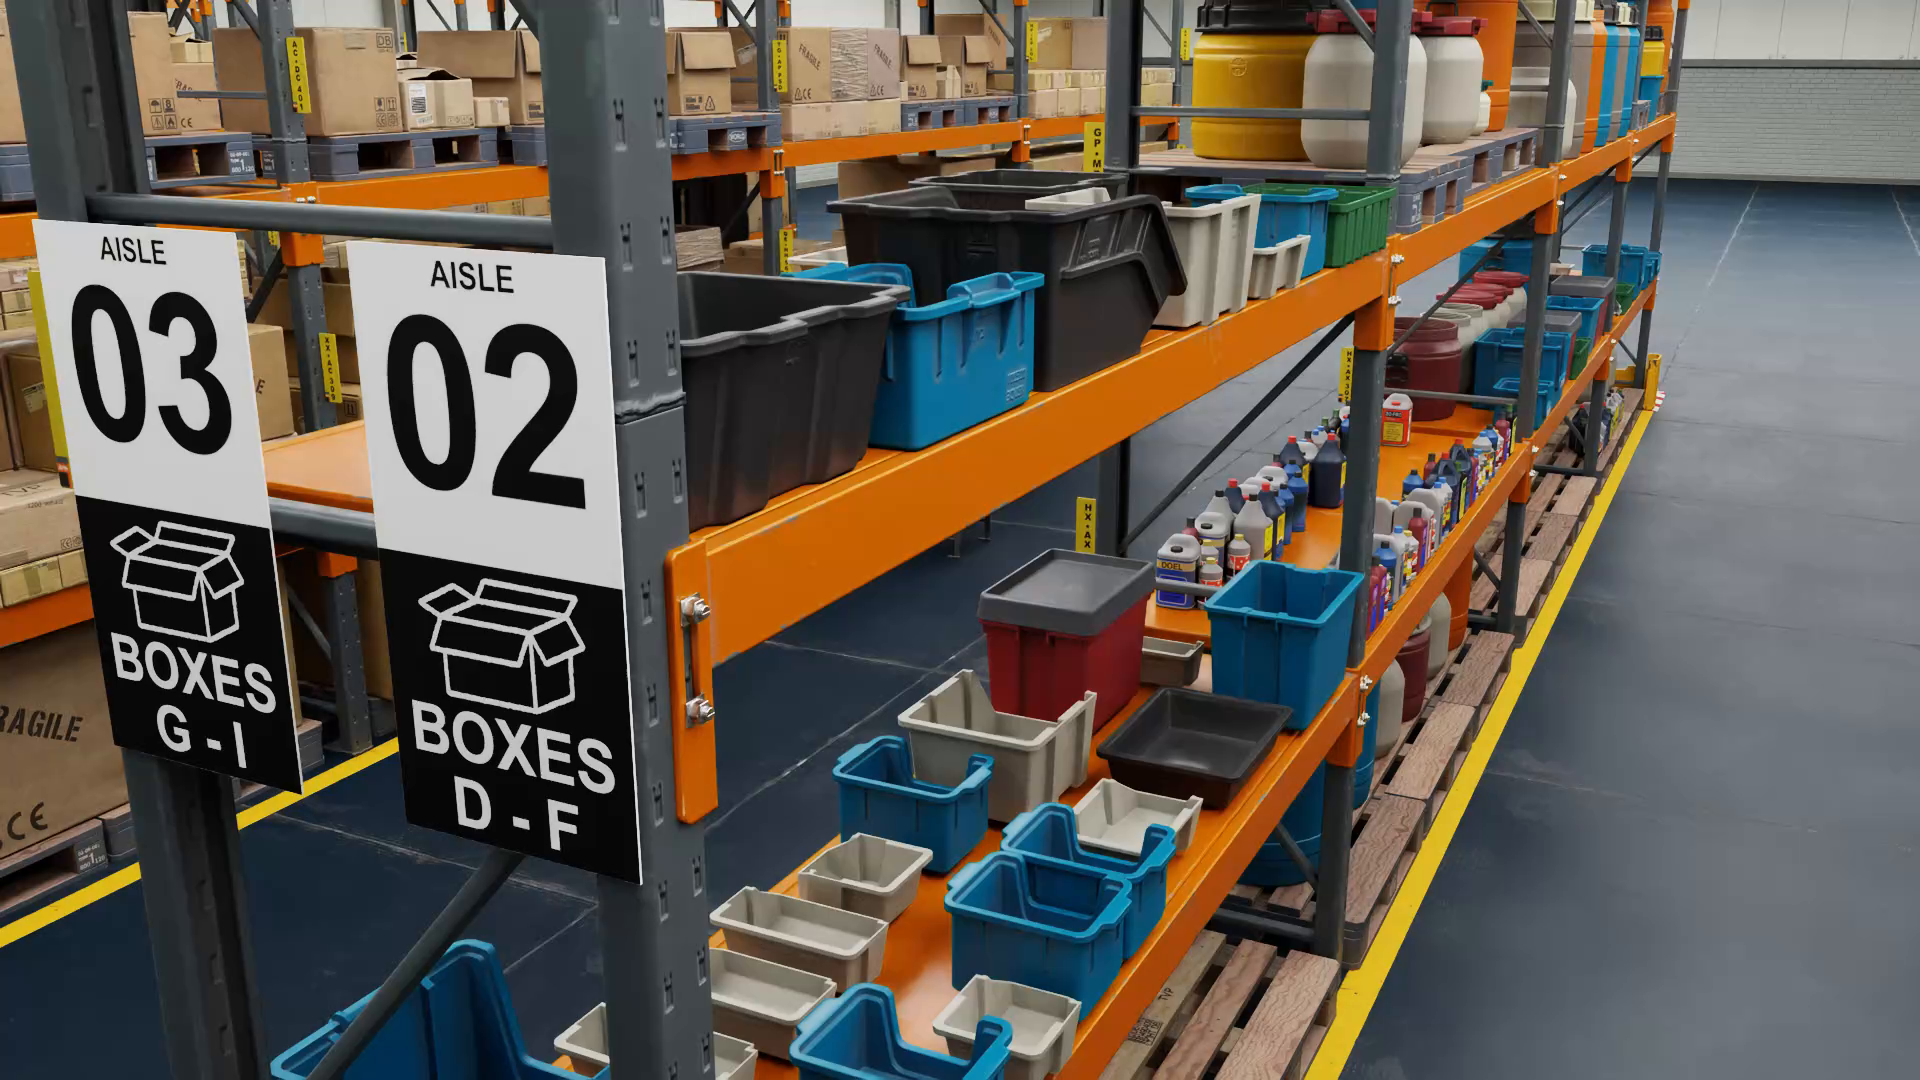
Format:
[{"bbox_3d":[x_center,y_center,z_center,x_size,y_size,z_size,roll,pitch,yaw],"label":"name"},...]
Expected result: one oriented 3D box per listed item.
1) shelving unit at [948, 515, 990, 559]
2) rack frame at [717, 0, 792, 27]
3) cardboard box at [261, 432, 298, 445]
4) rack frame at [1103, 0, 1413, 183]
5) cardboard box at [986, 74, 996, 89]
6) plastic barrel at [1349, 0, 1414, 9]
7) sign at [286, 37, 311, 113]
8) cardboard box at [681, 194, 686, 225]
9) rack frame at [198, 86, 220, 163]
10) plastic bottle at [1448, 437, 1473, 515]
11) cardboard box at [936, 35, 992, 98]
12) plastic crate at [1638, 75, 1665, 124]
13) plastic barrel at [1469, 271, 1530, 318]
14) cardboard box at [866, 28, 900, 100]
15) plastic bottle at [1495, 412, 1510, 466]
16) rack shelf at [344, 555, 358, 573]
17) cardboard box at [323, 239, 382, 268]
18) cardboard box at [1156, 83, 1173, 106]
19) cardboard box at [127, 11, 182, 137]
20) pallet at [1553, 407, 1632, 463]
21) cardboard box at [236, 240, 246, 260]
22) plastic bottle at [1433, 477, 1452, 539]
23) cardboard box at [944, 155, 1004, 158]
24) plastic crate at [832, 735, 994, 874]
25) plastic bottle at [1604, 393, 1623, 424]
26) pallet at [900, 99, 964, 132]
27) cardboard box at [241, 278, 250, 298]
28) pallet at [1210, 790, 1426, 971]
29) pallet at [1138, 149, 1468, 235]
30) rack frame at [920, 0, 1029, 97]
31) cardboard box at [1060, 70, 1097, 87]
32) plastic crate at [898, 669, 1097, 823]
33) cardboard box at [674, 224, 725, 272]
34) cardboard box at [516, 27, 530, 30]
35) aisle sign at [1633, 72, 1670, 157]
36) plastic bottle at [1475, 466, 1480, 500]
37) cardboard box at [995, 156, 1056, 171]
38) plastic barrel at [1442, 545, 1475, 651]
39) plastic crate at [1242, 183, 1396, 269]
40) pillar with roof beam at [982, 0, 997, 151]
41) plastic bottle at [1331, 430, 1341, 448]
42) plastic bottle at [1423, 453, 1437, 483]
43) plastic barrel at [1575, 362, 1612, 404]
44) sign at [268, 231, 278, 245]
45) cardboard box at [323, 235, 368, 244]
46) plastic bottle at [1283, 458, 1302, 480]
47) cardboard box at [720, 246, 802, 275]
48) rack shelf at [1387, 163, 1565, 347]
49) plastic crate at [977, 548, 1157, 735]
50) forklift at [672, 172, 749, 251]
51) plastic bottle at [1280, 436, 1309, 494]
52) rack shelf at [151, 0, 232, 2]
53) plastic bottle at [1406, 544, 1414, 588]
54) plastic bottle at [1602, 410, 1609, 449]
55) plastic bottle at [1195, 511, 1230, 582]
[{"bbox_3d":[-0.074,-0.964,11.583,0.431,2.100,0.503,8,18,25],"label":"shelving unit"},{"bbox_3d":[-2.486,-7.014,19.836,1.000,3.000,0.127,8,18,25],"label":"rack frame"},{"bbox_3d":[-3.419,-0.350,7.676,0.500,0.250,0.500,8,18,24],"label":"cardboard box"},{"bbox_3d":[0.975,-2.671,5.212,1.000,3.000,0.127,8,18,25],"label":"rack frame"},{"bbox_3d":[0.206,-4.196,15.179,0.380,0.149,0.250,8,18,26],"label":"cardboard box"},{"bbox_3d":[1.600,-2.129,7.037,0.600,0.901,0.708,8,18,25],"label":"plastic barrel"},{"bbox_3d":[-2.959,-2.079,7.439,0.100,0.325,0.005,8,18,25],"label":"sign"},{"bbox_3d":[-3.548,-3.553,18.454,0.875,0.550,0.550,8,18,25],"label":"cardboard box"},{"bbox_3d":[-8.747,-3.724,19.293,1.000,3.000,0.127,8,18,25],"label":"rack frame"},{"bbox_3d":[2.344,-0.307,7.875,0.144,0.351,0.185,8,18,25],"label":"plastic bottle"},{"bbox_3d":[-0.180,-4.045,14.186,0.797,0.503,0.637,7,18,23],"label":"cardboard box"},{"bbox_3d":[5.754,-3.758,14.168,0.392,0.384,0.575,8,18,25],"label":"plastic crate"},{"bbox_3d":[3.926,-1.682,12.181,0.433,0.535,0.433,0,17,0],"label":"plastic barrel"},{"bbox_3d":[-0.781,-3.514,12.266,0.500,0.500,0.500,8,18,24],"label":"cardboard box"},{"bbox_3d":[2.860,-0.542,8.786,0.061,0.283,0.133,8,18,25],"label":"plastic bottle"},{"bbox_3d":[-2.563,-0.590,10.005,1.077,0.370,4.000,8,18,25],"label":"rack shelf"},{"bbox_3d":[-5.394,-2.359,14.522,0.500,0.500,0.500,8,18,25],"label":"cardboard box"},{"bbox_3d":[1.917,-4.693,17.551,0.500,0.250,0.500,9,19,27],"label":"cardboard box"},{"bbox_3d":[-3.752,-1.953,6.976,0.700,0.500,0.500,7,18,22],"label":"cardboard box"},{"bbox_3d":[5.431,-0.974,14.932,1.003,0.211,1.213,8,18,25],"label":"pallet"},{"bbox_3d":[-5.870,-2.284,13.104,0.380,0.149,0.250,7,18,23],"label":"cardboard box"},{"bbox_3d":[2.159,-0.149,7.482,0.097,0.271,0.097,0,17,0],"label":"plastic bottle"},{"bbox_3d":[0.073,-3.282,15.353,0.500,0.500,0.500,8,18,25],"label":"cardboard box"},{"bbox_3d":[-0.125,0.720,4.522,0.416,0.233,0.300,8,18,25],"label":"plastic crate"},{"bbox_3d":[5.771,-1.173,14.715,0.152,0.276,0.135,8,18,26],"label":"plastic bottle"},{"bbox_3d":[-0.714,-3.403,13.274,1.213,0.211,1.003,8,18,25],"label":"pallet"},{"bbox_3d":[-5.870,-1.998,13.185,0.380,0.149,0.250,8,19,26],"label":"cardboard box"},{"bbox_3d":[1.357,1.350,7.107,1.003,0.211,1.213,8,18,25],"label":"pallet"},{"bbox_3d":[1.237,-1.355,6.380,1.213,0.211,1.003,8,18,25],"label":"pallet"},{"bbox_3d":[0.118,-5.339,14.194,1.000,3.000,0.127,8,18,25],"label":"rack frame"},{"bbox_3d":[1.088,-4.401,15.867,0.380,0.149,0.250,8,18,24],"label":"cardboard box"},{"bbox_3d":[0.127,0.598,4.844,0.437,0.282,0.530,8,18,25],"label":"plastic crate"},{"bbox_3d":[-2.010,-1.789,10.841,0.797,0.503,0.637,9,19,27],"label":"cardboard box"},{"bbox_3d":[-4.396,-5.202,17.131,0.380,0.149,0.250,8,18,25],"label":"cardboard box"},{"bbox_3d":[6.635,-4.078,15.922,0.394,0.787,0.004,8,18,25],"label":"aisle sign"},{"bbox_3d":[2.487,-0.302,8.122,0.097,0.201,0.097,0,17,0],"label":"plastic bottle"},{"bbox_3d":[0.547,-3.215,15.127,0.500,0.500,0.500,8,18,25],"label":"cardboard box"},{"bbox_3d":[2.559,0.152,9.319,0.600,0.830,0.708,8,18,25],"label":"plastic barrel"},{"bbox_3d":[1.056,-0.985,5.177,0.450,0.188,0.662,8,18,25],"label":"plastic crate"},{"bbox_3d":[4.737,-15.280,47.665,9.100,9.000,0.400,8,18,25],"label":"pillar with roof beam"},{"bbox_3d":[1.937,-0.472,8.693,0.097,0.201,0.097,0,17,0],"label":"plastic bottle"},{"bbox_3d":[2.241,-0.281,7.907,0.061,0.283,0.133,8,18,25],"label":"plastic bottle"},{"bbox_3d":[5.887,-1.555,15.625,0.421,0.512,0.421,0,17,0],"label":"plastic barrel"},{"bbox_3d":[-5.572,-2.551,13.451,0.100,0.325,0.005,8,18,25],"label":"sign"},{"bbox_3d":[-5.627,-2.870,14.488,0.700,0.500,0.500,8,18,25],"label":"cardboard box"},{"bbox_3d":[1.555,-0.249,7.821,0.097,0.271,0.097,0,17,0],"label":"plastic bottle"},{"bbox_3d":[-1.464,-1.836,12.024,0.500,0.500,0.500,6,17,19],"label":"cardboard box"},{"bbox_3d":[1.868,-1.398,7.457,1.077,0.370,4.000,8,18,25],"label":"rack shelf"},{"bbox_3d":[0.351,0.341,5.390,0.402,0.464,0.583,8,18,25],"label":"plastic crate"},{"bbox_3d":[-2.553,-2.140,14.081,3.031,2.935,1.130,-6,17,-19],"label":"forklift"},{"bbox_3d":[1.585,-0.328,7.946,0.144,0.351,0.185,8,18,25],"label":"plastic bottle"},{"bbox_3d":[-6.955,-3.931,11.419,1.077,0.370,4.000,8,18,25],"label":"rack shelf"},{"bbox_3d":[1.806,0.087,6.813,0.097,0.201,0.097,0,17,0],"label":"plastic bottle"},{"bbox_3d":[5.281,-0.927,13.756,0.144,0.351,0.185,9,19,27],"label":"plastic bottle"},{"bbox_3d":[1.025,0.030,6.874,0.152,0.276,0.135,8,18,25],"label":"plastic bottle"}]
